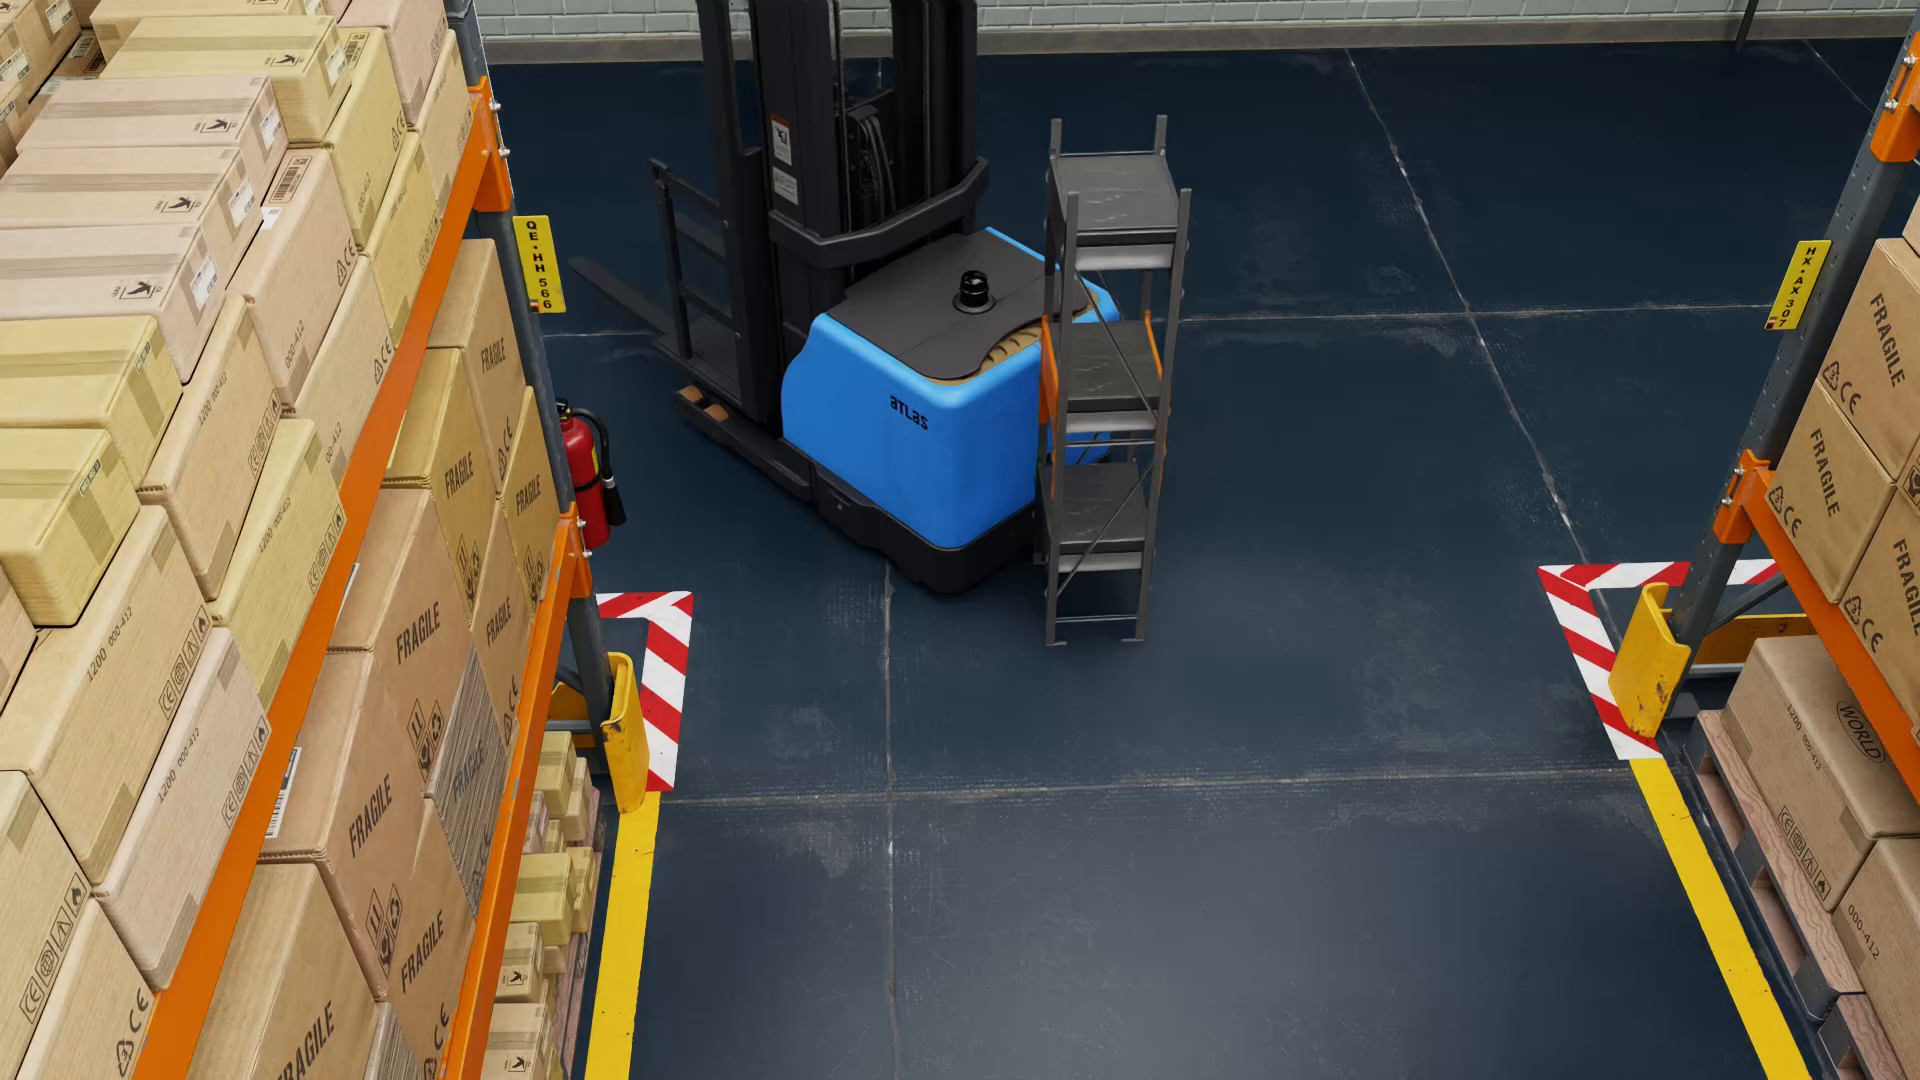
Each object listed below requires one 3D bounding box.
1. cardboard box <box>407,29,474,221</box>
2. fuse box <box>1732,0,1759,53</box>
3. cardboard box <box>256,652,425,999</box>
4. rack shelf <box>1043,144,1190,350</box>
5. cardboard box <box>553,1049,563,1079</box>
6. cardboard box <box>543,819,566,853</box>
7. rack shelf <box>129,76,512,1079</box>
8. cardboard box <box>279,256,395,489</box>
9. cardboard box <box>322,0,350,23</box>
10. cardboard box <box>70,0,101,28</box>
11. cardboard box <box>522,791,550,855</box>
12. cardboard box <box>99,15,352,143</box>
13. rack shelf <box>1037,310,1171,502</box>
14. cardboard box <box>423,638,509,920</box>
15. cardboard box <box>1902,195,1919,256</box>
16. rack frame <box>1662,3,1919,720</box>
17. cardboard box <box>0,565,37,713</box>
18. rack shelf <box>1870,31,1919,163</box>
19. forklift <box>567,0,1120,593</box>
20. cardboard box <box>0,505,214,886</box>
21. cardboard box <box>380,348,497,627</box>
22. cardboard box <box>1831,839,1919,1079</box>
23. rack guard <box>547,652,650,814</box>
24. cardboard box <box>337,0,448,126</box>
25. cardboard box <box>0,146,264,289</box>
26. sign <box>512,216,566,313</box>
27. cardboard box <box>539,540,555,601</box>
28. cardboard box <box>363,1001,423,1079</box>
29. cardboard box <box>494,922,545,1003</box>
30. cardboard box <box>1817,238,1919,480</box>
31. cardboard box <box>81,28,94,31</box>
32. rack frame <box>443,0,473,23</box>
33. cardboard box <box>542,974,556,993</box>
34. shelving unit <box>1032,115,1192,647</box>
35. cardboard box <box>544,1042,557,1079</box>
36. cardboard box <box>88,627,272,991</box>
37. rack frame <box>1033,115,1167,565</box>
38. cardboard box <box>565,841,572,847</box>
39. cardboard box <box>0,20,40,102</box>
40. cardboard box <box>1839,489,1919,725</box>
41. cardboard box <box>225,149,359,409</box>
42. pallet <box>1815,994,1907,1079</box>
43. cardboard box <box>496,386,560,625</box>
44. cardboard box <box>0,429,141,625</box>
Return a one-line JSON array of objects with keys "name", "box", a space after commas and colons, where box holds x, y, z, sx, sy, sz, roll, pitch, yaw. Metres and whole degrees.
[{"name": "cardboard box", "box": [-1.486, -0.998, 4.010, 0.500, 0.250, 0.500, -2, 43, -3]}, {"name": "fuse box", "box": [5.014, -3.751, 10.075, 0.539, 1.711, 0.414, -2, 43, -2]}, {"name": "cardboard box", "box": [-1.423, 0.589, 3.353, 0.500, 0.500, 0.500, -3, 43, -3]}, {"name": "rack shelf", "box": [0.532, -1.022, 5.795, 0.431, 0.518, 0.480, -3, 43, -3]}, {"name": "cardboard box", "box": [-1.404, 1.686, 4.990, 0.380, 0.149, 0.250, -3, 43, -4]}, {"name": "cardboard box", "box": [-1.504, 1.065, 5.447, 0.380, 0.149, 0.250, -3, 43, -3]}, {"name": "rack shelf", "box": [-1.684, 0.262, 3.057, 1.077, 0.370, 4.000, -2, 43, -2]}, {"name": "cardboard box", "box": [-1.449, -0.319, 3.269, 0.500, 0.250, 0.500, 0, 43, 0]}, {"name": "cardboard box", "box": [-1.528, -1.245, 3.614, 0.380, 0.149, 0.250, -1, 43, -1]}, {"name": "cardboard box", "box": [-1.990, -1.232, 3.600, 0.380, 0.149, 0.250, 0, 43, 0]}, {"name": "cardboard box", "box": [-1.540, 0.951, 5.352, 0.380, 0.149, 0.250, -1, 43, -1]}, {"name": "cardboard box", "box": [-1.418, -0.895, 3.233, 0.380, 0.149, 0.250, -1, 43, -1]}, {"name": "rack shelf", "box": [0.532, -0.506, 6.268, 0.431, 0.518, 0.480, -3, 43, -3]}, {"name": "cardboard box", "box": [-1.445, 0.592, 4.090, 0.500, 0.500, 0.500, -2, 43, -2]}, {"name": "cardboard box", "box": [2.910, -0.855, 4.669, 0.380, 0.149, 0.250, -1, 43, -1]}, {"name": "rack frame", "box": [3.172, -0.458, 5.529, 1.000, 3.000, 0.127, -2, 43, -2]}, {"name": "cardboard box", "box": [-1.412, 0.165, 2.077, 0.380, 0.149, 0.250, -3, 43, -3]}, {"name": "rack shelf", "box": [3.257, 0.052, 3.286, 1.077, 0.370, 4.000, -2, 43, -2]}, {"name": "forklift", "box": [-0.716, -1.761, 7.002, 1.130, 2.935, 3.031, -33, 52, -31]}, {"name": "cardboard box", "box": [-1.404, 0.210, 2.322, 0.500, 0.250, 0.500, -1, 43, -1]}, {"name": "cardboard box", "box": [-1.480, -0.119, 4.125, 0.500, 0.500, 0.500, -3, 43, -3]}, {"name": "cardboard box", "box": [3.347, 1.392, 5.097, 0.875, 0.438, 0.875, -1, 43, -1]}, {"name": "rack guard", "box": [-1.766, 0.725, 6.089, 1.175, 0.500, 0.348, -2, 43, -2]}, {"name": "cardboard box", "box": [-1.496, -1.179, 3.837, 0.500, 0.250, 0.500, -3, 43, -3]}, {"name": "cardboard box", "box": [-1.439, -0.548, 2.854, 0.380, 0.149, 0.250, -1, 43, -1]}, {"name": "sign", "box": [-1.214, -0.793, 4.805, 0.100, 0.325, 0.005, -2, 43, -2]}, {"name": "cardboard box", "box": [-1.473, 0.057, 5.154, 0.380, 0.149, 0.250, -2, 43, -2]}, {"name": "cardboard box", "box": [-1.382, 1.290, 3.329, 0.500, 0.500, 0.500, -2, 43, -3]}, {"name": "cardboard box", "box": [-1.455, 1.299, 4.972, 0.380, 0.149, 0.250, -3, 43, -4]}, {"name": "cardboard box", "box": [2.908, -0.531, 4.795, 0.500, 0.500, 0.500, -3, 43, -3]}, {"name": "cardboard box", "box": [-2.010, -1.172, 3.830, 0.500, 0.250, 0.500, -1, 43, -1]}, {"name": "rack frame", "box": [-1.769, -2.459, 3.273, 1.000, 3.000, 0.127, -2, 43, -2]}, {"name": "cardboard box", "box": [-1.501, 1.350, 5.357, 0.380, 0.149, 0.250, -2, 43, -2]}, {"name": "shelving unit", "box": [0.532, -0.516, 6.259, 0.431, 2.100, 0.503, -3, 43, -3]}, {"name": "cardboard box", "box": [-1.403, 1.587, 4.878, 0.380, 0.149, 0.250, -1, 43, -1]}, {"name": "cardboard box", "box": [-1.388, 0.392, 2.493, 0.500, 0.250, 0.500, 0, 43, 0]}, {"name": "rack frame", "box": [0.514, -0.680, 6.438, 0.400, 2.100, 0.015, -3, 43, -3]}, {"name": "cardboard box", "box": [-1.539, 0.998, 5.740, 0.380, 0.149, 0.250, -1, 43, -1]}, {"name": "cardboard box", "box": [-2.042, -0.882, 3.218, 0.380, 0.149, 0.250, -1, 43, -1]}, {"name": "cardboard box", "box": [2.955, 0.178, 4.762, 0.500, 0.500, 0.500, -2, 43, -2]}, {"name": "cardboard box", "box": [-1.454, -0.487, 3.083, 0.500, 0.250, 0.500, -1, 43, -1]}, {"name": "pallet", "box": [3.333, 1.929, 4.989, 1.003, 0.211, 1.213, -2, 43, -2]}, {"name": "cardboard box", "box": [-1.493, -0.098, 4.843, 0.500, 0.500, 0.500, -1, 43, -1]}, {"name": "cardboard box", "box": [-1.378, -0.021, 2.279, 0.380, 0.149, 0.250, 0, 43, 0]}]
